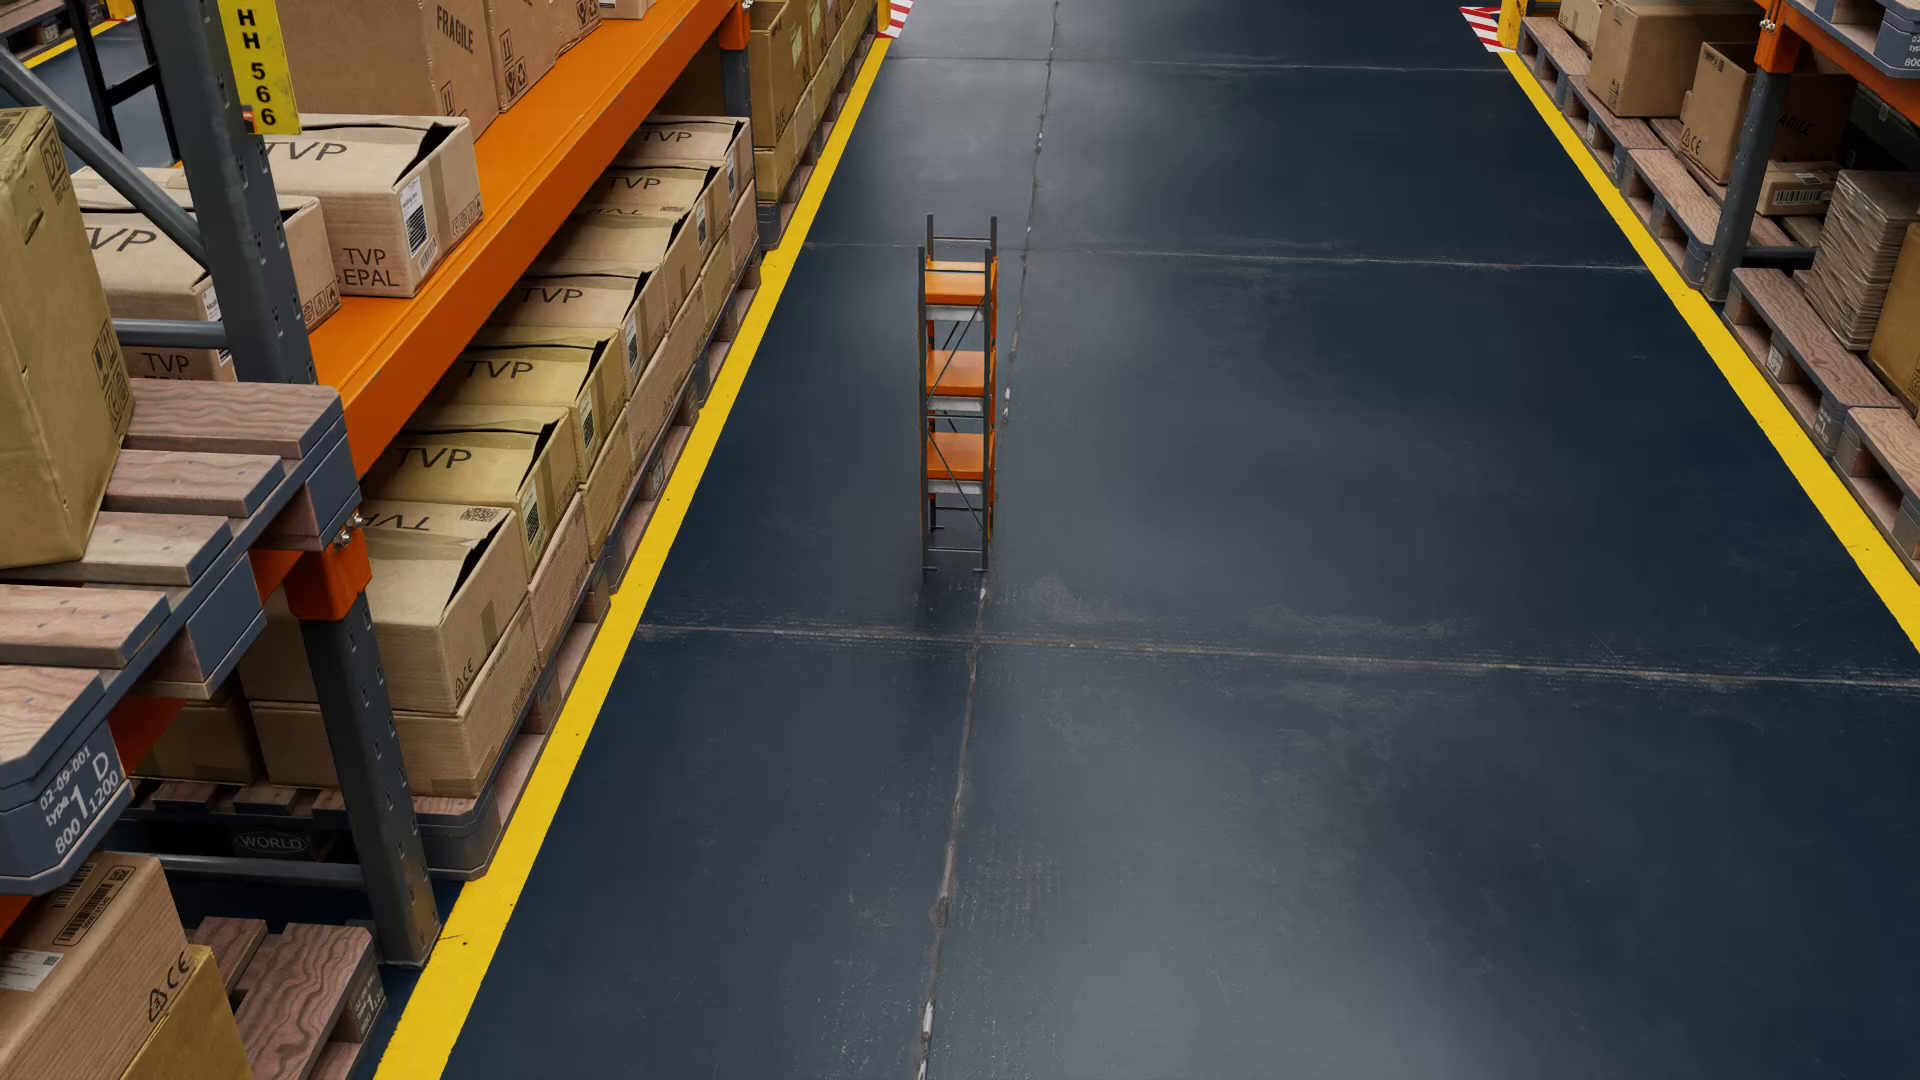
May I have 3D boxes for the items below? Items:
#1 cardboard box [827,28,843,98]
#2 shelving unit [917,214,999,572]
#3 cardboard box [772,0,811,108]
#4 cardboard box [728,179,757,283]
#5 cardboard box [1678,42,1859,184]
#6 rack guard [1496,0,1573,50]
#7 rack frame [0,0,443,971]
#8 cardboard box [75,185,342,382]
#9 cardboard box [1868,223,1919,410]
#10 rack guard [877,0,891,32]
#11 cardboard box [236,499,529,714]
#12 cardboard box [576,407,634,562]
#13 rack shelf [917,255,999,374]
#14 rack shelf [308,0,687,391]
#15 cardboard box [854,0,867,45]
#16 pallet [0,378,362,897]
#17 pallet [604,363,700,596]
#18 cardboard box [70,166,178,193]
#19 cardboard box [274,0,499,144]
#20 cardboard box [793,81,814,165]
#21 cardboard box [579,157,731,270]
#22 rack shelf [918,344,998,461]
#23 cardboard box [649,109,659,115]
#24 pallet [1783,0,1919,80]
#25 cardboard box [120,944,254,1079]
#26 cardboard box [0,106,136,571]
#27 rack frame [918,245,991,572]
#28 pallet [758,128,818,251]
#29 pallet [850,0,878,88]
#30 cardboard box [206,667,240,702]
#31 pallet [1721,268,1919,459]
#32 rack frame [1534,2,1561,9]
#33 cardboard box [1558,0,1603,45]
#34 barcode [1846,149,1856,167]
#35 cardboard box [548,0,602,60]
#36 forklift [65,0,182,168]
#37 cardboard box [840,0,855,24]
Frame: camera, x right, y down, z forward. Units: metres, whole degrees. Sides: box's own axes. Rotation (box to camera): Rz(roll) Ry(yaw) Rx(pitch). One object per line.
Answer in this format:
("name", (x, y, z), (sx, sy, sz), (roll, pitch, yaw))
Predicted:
("cardboard box", (-0.894, -2.487, 8.648), (0.500, 0.250, 0.500), (2, 32, 4))
("shelving unit", (-0.004, -0.419, 4.929), (0.215, 1.050, 0.252), (2, 32, 4))
("cardboard box", (-0.978, -2.284, 7.603), (0.500, 0.500, 0.500), (2, 32, 4))
("cardboard box", (-1.105, -1.244, 6.631), (0.500, 0.250, 0.500), (2, 32, 4))
("cardboard box", (3.622, -1.923, 7.475), (0.500, 0.500, 0.500), (0, 32, 0))
("rack guard", (3.896, -3.244, 10.037), (1.175, 0.500, 0.348), (2, 32, 4))
("rack frame", (-1.686, -0.374, 2.998), (1.000, 3.000, 0.127), (2, 32, 4))
("cardboard box", (-1.613, -0.524, 3.326), (0.500, 0.311, 0.500), (4, 32, 7))
("cardboard box", (3.542, -0.721, 5.524), (0.700, 0.500, 0.500), (2, 32, 3))
("rack guard", (-1.033, -3.505, 10.462), (1.175, 0.500, 0.348), (2, 32, 4))
("cardboard box", (-1.351, 0.118, 3.886), (0.500, 0.311, 0.500), (3, 32, 6))
("cardboard box", (-1.275, -0.178, 4.901), (0.500, 0.250, 0.500), (2, 32, 3))
("rack shelf", (-0.004, -0.652, 4.786), (0.215, 0.259, 0.240), (2, 32, 4))
("rack shelf", (-1.523, -1.197, 4.832), (0.919, 0.124, 3.809), (2, 32, 4))
("cardboard box", (-0.813, -3.010, 9.496), (0.500, 0.250, 0.500), (2, 32, 4))
("pallet", (-1.671, 0.065, 2.468), (1.213, 0.211, 1.003), (2, 32, 4))
("pallet", (-1.478, -0.252, 5.457), (1.003, 0.211, 1.213), (2, 32, 4))
("cardboard box", (-1.888, -0.749, 3.846), (0.380, 0.149, 0.250), (2, 32, 4))
("cardboard box", (-1.566, -1.294, 4.396), (0.500, 0.500, 0.500), (1, 32, 1))
("cardboard box", (-0.975, -1.964, 7.799), (0.500, 0.250, 0.500), (2, 32, 4))
("cardboard box", (-1.144, -1.216, 6.050), (0.500, 0.311, 0.500), (3, 32, 5))
("rack shelf", (-0.004, -0.410, 4.935), (0.215, 0.259, 0.240), (2, 32, 4))
("cardboard box", (-1.541, -1.725, 7.411), (0.500, 0.250, 0.500), (2, 32, 4))
("pallet", (3.370, -1.781, 5.463), (1.003, 0.211, 1.213), (2, 32, 4))
("cardboard box", (-1.528, 1.002, 2.728), (0.500, 0.500, 0.500), (4, 32, 6))
("cardboard box", (-1.625, -0.261, 2.319), (0.700, 0.500, 0.500), (-8, 33, -13))
("rack frame", (-0.014, -0.355, 4.826), (0.200, 1.050, 0.008), (2, 32, 4))
("pallet", (-1.254, -1.692, 7.795), (1.003, 0.211, 1.213), (2, 32, 4))
("pallet", (-1.055, -2.968, 9.865), (1.003, 0.211, 1.213), (2, 32, 4))
("cardboard box", (-1.889, 0.095, 3.923), (0.500, 0.311, 0.500), (3, 32, 5))
("pallet", (3.515, -0.662, 6.122), (1.003, 0.211, 1.213), (2, 32, 4))
("rack frame", (3.899, -4.348, 9.446), (0.949, 2.616, 0.053), (2, 32, 4))
("cardboard box", (3.757, -3.032, 9.454), (0.500, 0.311, 0.500), (-1, 32, -2))
("barcode", (3.945, -1.691, 7.366), (0.001, 0.075, 0.075), (2, 32, 4))
("cardboard box", (-1.482, -1.832, 5.268), (0.500, 0.500, 0.500), (5, 32, 8))
("forklift", (-2.926, -2.476, 6.474), (1.130, 2.935, 3.031), (3, 32, 5))
("cardboard box", (-0.849, -3.068, 8.875), (0.500, 0.500, 0.500), (2, 32, 4))
